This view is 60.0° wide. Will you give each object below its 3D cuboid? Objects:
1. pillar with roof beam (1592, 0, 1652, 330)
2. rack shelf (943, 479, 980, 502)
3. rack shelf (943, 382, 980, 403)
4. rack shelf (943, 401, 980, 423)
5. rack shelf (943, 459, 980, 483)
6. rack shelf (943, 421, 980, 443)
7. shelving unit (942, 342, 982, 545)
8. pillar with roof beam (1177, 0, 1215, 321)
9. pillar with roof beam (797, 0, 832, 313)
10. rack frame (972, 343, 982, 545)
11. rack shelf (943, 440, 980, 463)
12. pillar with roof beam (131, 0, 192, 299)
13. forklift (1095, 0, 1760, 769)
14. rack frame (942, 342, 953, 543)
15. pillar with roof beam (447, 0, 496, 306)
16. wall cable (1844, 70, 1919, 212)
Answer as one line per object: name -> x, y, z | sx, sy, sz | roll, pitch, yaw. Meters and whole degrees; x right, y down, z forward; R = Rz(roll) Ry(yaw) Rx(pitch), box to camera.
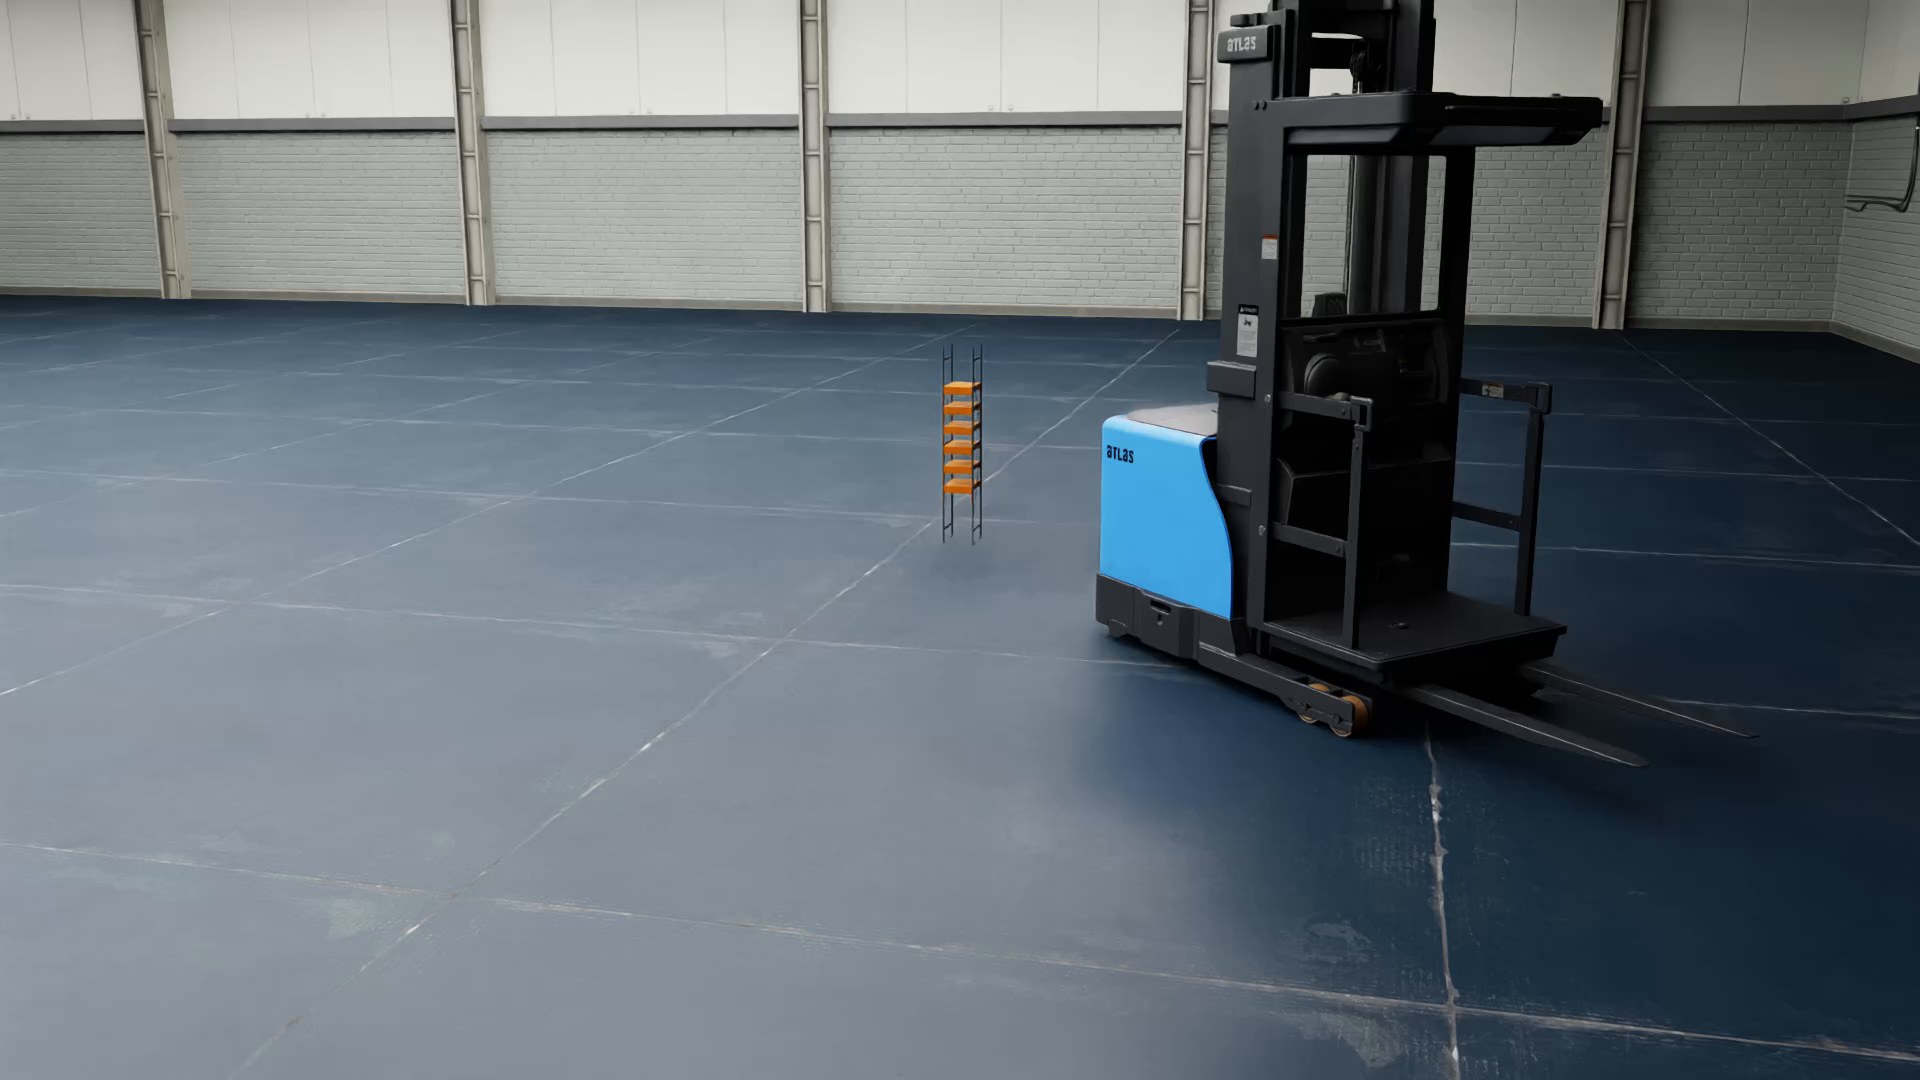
pillar with roof beam -> 8.321, -6.546, 18.962 | 0.400, 9.000, 9.100 | 3, 13, 14
rack shelf -> 0.014, -0.307, 10.162 | 0.180, 0.103, 0.258 | 3, 13, 14
rack shelf -> 0.014, -0.893, 10.032 | 0.180, 0.103, 0.258 | 3, 13, 14
rack shelf -> 0.014, -0.776, 10.058 | 0.180, 0.103, 0.258 | 3, 13, 14
rack shelf -> 0.014, -0.424, 10.136 | 0.180, 0.103, 0.258 | 3, 13, 14
rack shelf -> 0.014, -0.659, 10.084 | 0.180, 0.103, 0.258 | 3, 13, 14
shelving unit -> 0.014, -0.585, 10.100 | 0.189, 1.200, 0.258 | 3, 13, 14
pillar with roof beam -> 2.496, -6.857, 20.366 | 0.400, 9.000, 9.100 | 3, 13, 14
pillar with roof beam -> -3.329, -7.169, 21.769 | 0.400, 9.000, 9.100 | 3, 13, 14
rack frame -> 0.103, -0.580, 10.079 | 0.006, 1.200, 0.240 | 3, 13, 14
rack shelf -> 0.014, -0.542, 10.110 | 0.180, 0.103, 0.258 | 3, 13, 14
pillar with roof beam -> -14.980, -7.792, 24.576 | 0.400, 9.000, 9.100 | 3, 13, 14
forklift -> 1.846, -0.754, 6.864 | 1.130, 2.935, 3.031 | -7, 14, -30
rack frame -> -0.075, -0.590, 10.122 | 0.006, 1.200, 0.240 | 3, 13, 14
pillar with roof beam -> -9.154, -7.480, 23.173 | 0.400, 9.000, 9.100 | 3, 13, 14
wall cable -> 11.896, -5.504, 21.437 | 0.112, 2.526, 3.097 | 3, 13, 14
